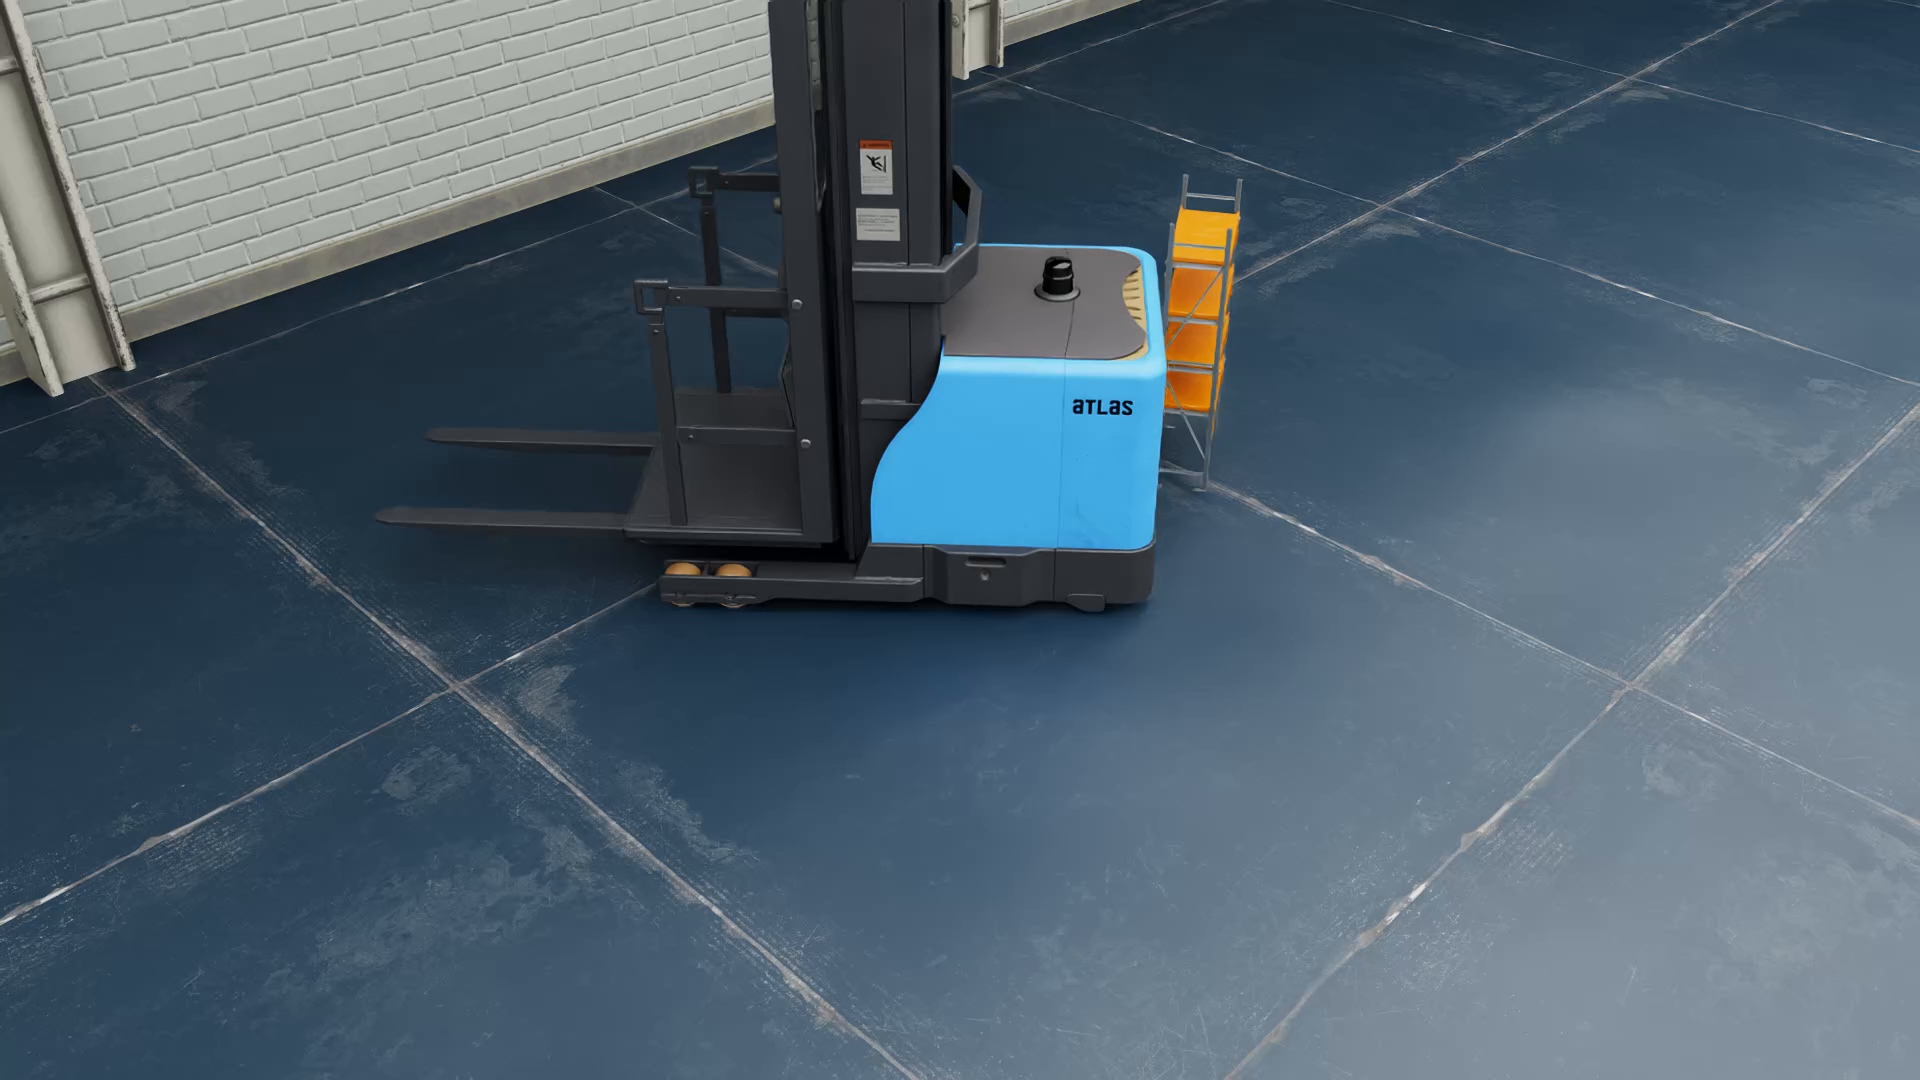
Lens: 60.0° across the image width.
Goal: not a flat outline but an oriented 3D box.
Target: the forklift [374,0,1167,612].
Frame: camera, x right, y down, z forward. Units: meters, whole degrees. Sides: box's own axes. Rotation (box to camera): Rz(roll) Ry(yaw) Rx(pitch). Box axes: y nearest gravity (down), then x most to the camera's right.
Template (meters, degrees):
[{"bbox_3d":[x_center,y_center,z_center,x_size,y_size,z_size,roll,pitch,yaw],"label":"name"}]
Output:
[{"bbox_3d":[-0.755,-1.244,5.971,3.031,2.935,1.130,2,35,2],"label":"forklift"}]

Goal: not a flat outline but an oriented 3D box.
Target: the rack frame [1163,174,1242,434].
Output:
[{"bbox_3d":[1.028,-0.984,7.111,0.240,1.200,0.015,7,36,10],"label":"rack frame"}]

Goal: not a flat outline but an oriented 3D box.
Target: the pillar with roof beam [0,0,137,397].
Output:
[{"bbox_3d":[-1.118,-2.760,2.841,9.100,9.000,0.400,30,45,35],"label":"pillar with roof beam"}]

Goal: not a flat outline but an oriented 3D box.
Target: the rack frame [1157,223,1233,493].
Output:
[{"bbox_3d":[0.925,-0.711,6.720,0.240,1.200,0.015,7,36,10],"label":"rack frame"}]

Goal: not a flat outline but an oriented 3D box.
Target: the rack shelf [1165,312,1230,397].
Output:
[{"bbox_3d":[0.977,-0.792,6.954,0.258,0.148,0.480,7,36,10],"label":"rack shelf"}]

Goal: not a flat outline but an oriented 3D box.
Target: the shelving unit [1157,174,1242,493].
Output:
[{"bbox_3d":[0.977,-0.847,6.916,0.258,1.200,0.503,7,36,10],"label":"shelving unit"}]

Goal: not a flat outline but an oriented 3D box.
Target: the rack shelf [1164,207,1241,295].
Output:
[{"bbox_3d":[0.977,-1.169,6.691,0.258,0.148,0.480,7,36,10],"label":"rack shelf"}]

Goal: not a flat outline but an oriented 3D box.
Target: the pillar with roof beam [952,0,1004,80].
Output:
[{"bbox_3d":[3.109,-5.195,6.333,9.100,9.000,0.400,30,45,35],"label":"pillar with roof beam"}]

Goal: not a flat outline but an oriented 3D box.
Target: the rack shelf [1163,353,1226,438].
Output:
[{"bbox_3d":[0.977,-0.629,7.068,0.258,0.148,0.480,7,36,10],"label":"rack shelf"}]

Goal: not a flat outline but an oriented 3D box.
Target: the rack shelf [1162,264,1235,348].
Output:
[{"bbox_3d":[0.977,-0.975,6.826,0.258,0.148,0.480,7,36,10],"label":"rack shelf"}]
